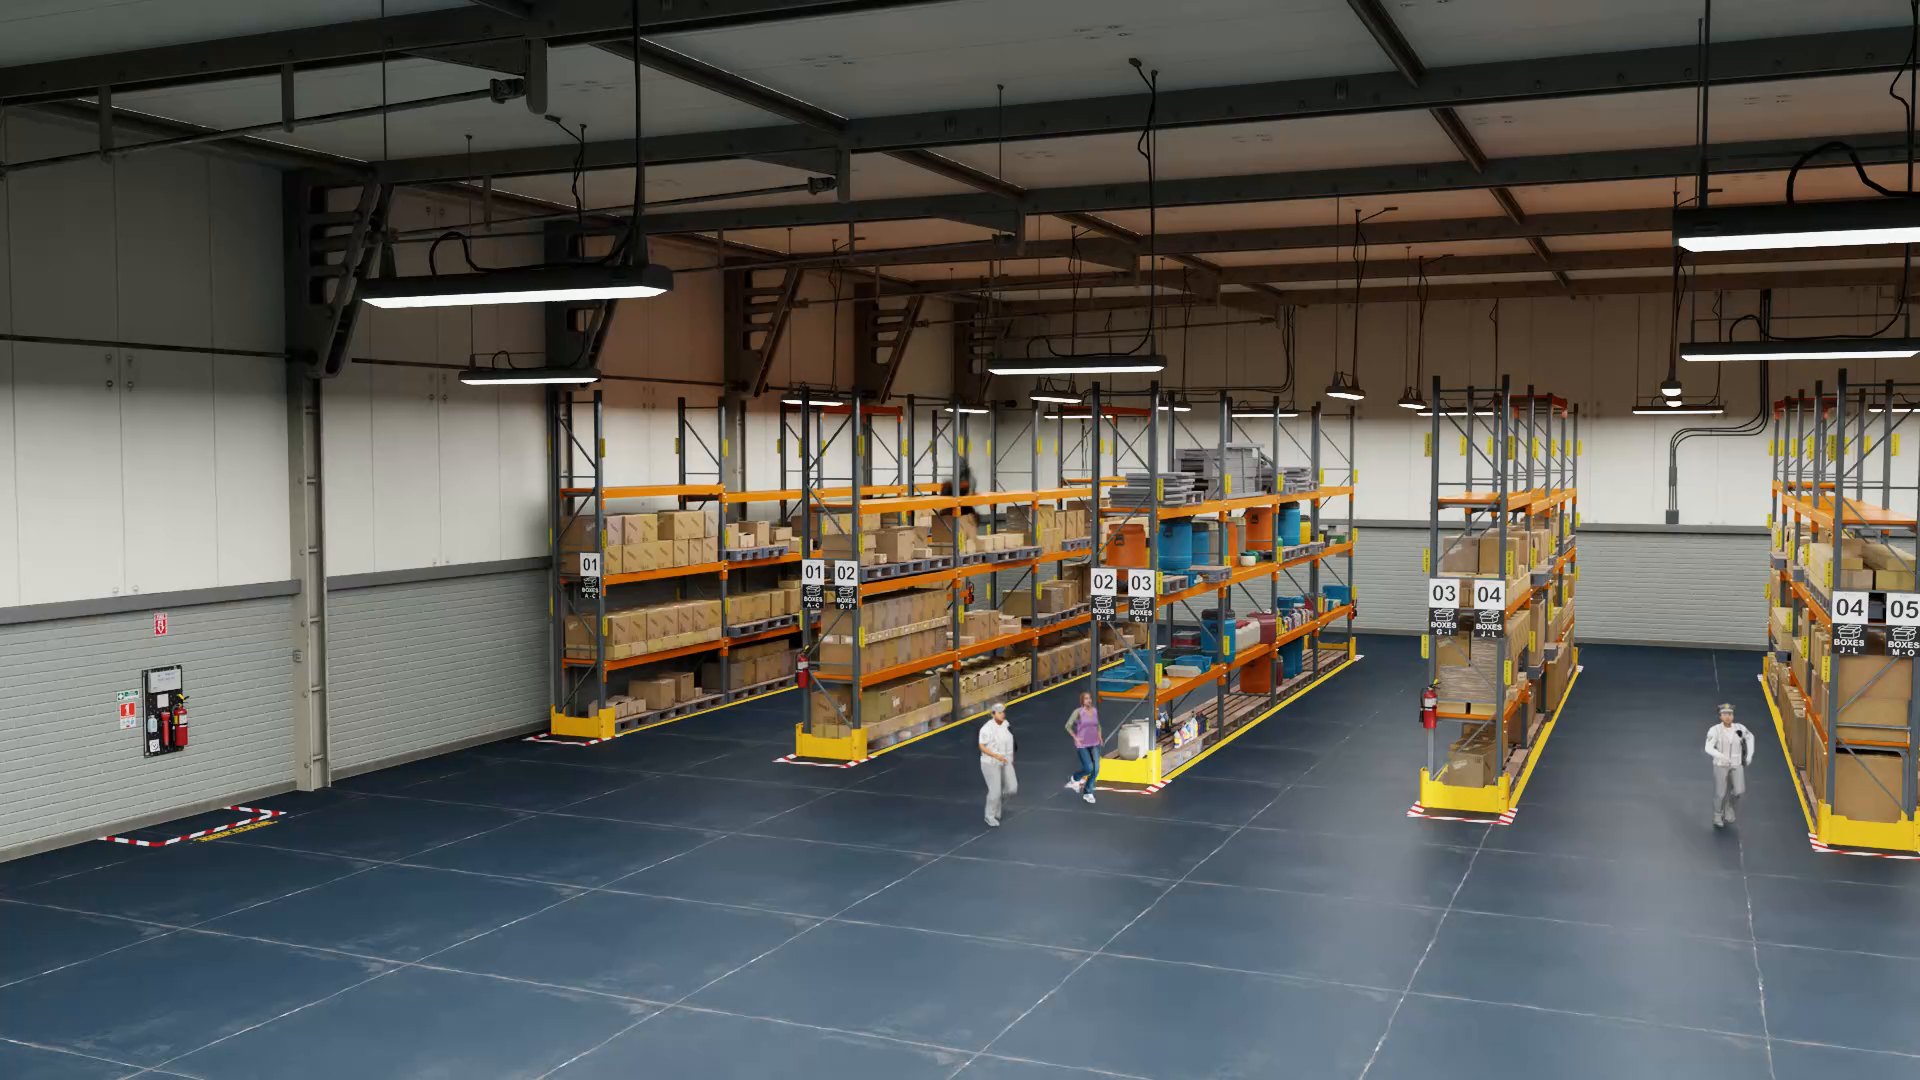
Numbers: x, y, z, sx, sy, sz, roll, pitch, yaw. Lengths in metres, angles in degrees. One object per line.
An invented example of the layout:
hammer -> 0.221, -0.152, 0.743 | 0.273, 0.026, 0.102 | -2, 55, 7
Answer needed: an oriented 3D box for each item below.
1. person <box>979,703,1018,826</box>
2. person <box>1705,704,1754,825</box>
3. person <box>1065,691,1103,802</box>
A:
person -> 0.540, 2.971, 22.068 | 0.639, 1.626, 0.536 | -2, 4, -38
person -> 10.099, 2.961, 21.808 | 0.634, 1.651, 0.729 | 1, 3, 15
person -> 1.786, 2.930, 23.632 | 0.551, 1.564, 0.475 | -2, 4, -26
